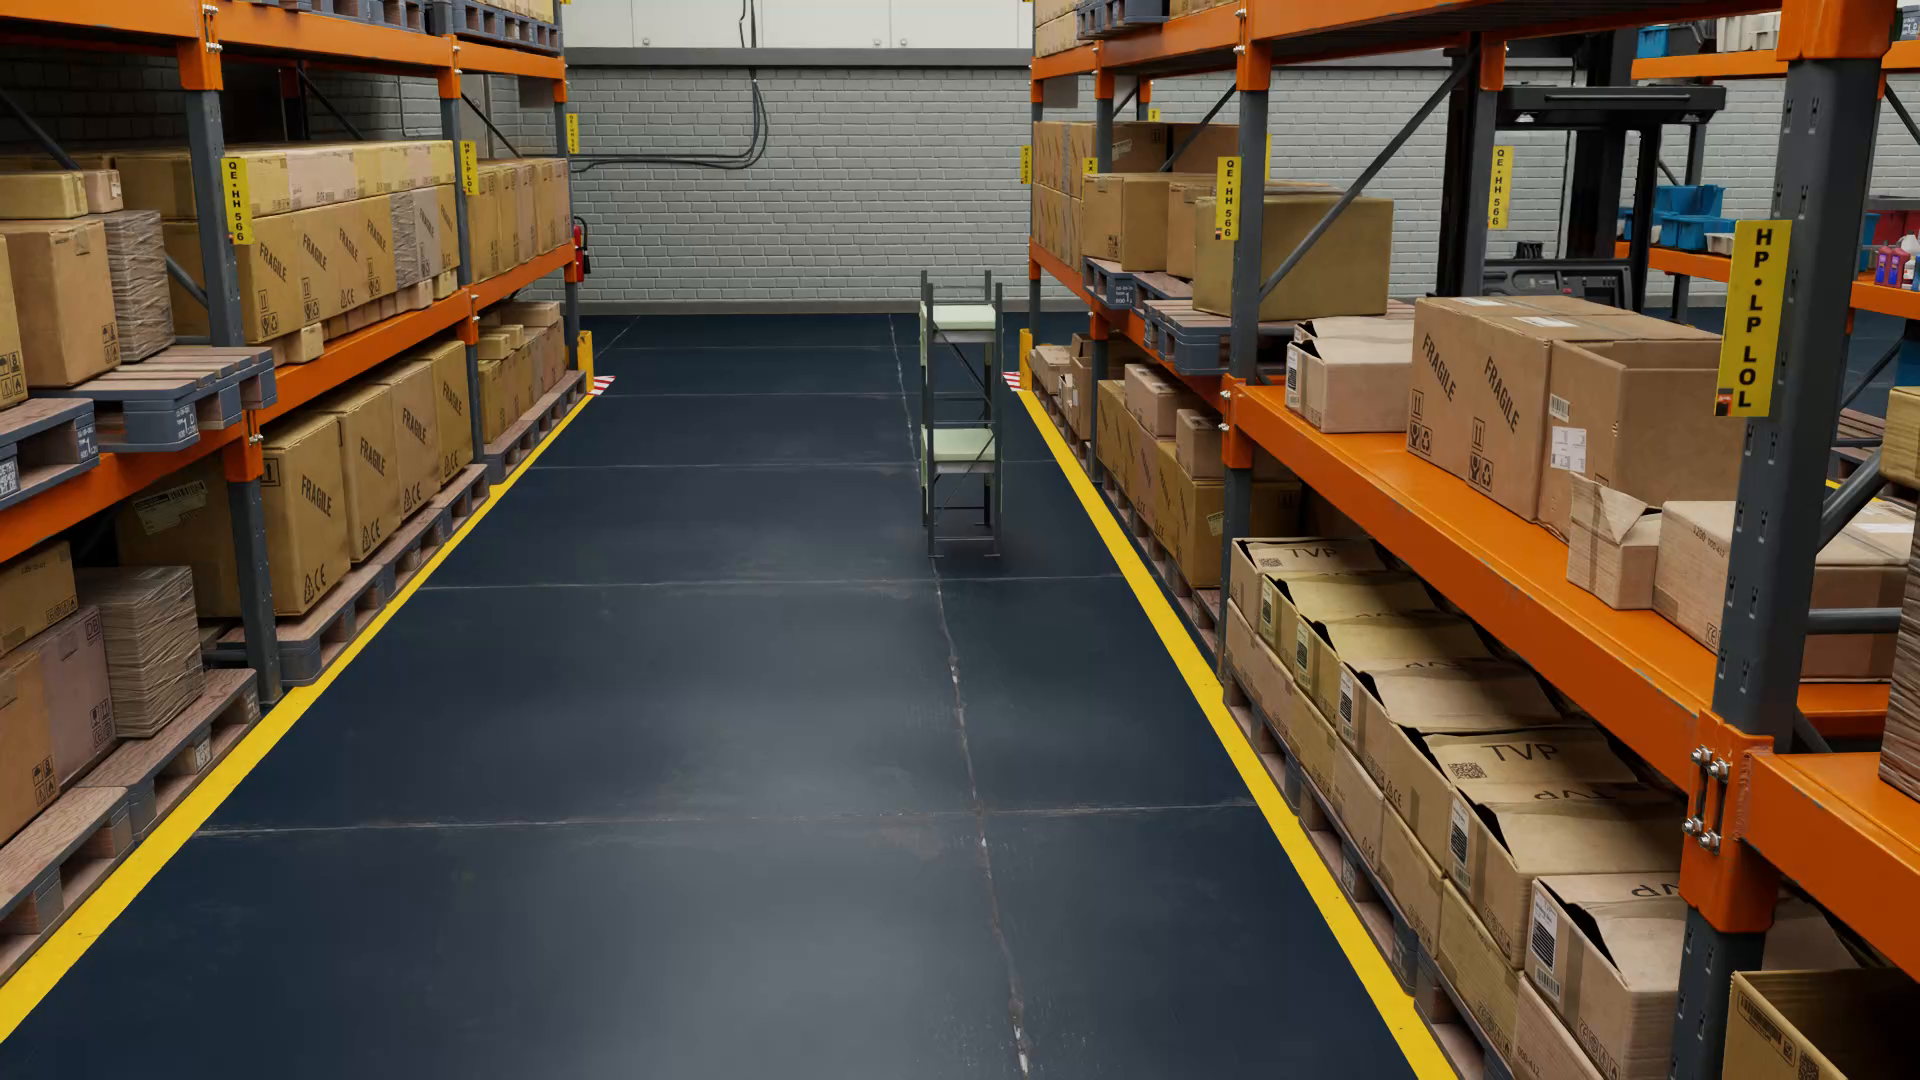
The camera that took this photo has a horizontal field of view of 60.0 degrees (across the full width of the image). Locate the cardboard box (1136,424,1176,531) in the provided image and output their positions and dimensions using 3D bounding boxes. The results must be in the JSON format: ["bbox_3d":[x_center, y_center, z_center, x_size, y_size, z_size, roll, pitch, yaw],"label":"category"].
[{"bbox_3d":[1.251,-0.340,8.961,0.500,0.500,0.500,-1,14,-6],"label":"cardboard box"}]

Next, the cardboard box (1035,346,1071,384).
[{"bbox_3d":[0.900,-1.456,13.802,0.500,0.250,0.500,-1,14,-3],"label":"cardboard box"}]

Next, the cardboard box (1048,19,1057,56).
[{"bbox_3d":[0.947,-3.838,12.706,0.500,0.250,0.500,-1,14,-3],"label":"cardboard box"}]

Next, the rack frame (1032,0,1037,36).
[{"bbox_3d":[1.118,-5.744,13.792,1.000,3.000,0.127,-1,14,-3],"label":"rack frame"}]

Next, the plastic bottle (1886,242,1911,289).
[{"bbox_3d":[5.915,-1.732,10.473,0.061,0.283,0.133,-1,14,-3],"label":"plastic bottle"}]

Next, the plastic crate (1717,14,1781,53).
[{"bbox_3d":[5.892,-3.754,12.314,0.437,0.282,0.530,-1,14,-3],"label":"plastic crate"}]

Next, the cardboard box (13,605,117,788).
[{"bbox_3d":[-3.318,0.534,5.565,0.700,0.500,0.500,-1,14,-4],"label":"cardboard box"}]

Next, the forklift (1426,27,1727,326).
[{"bbox_3d":[3.093,-1.266,8.564,1.130,2.935,3.031,-1,14,-3],"label":"forklift"}]

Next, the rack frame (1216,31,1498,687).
[{"bbox_3d":[1.614,-0.849,6.807,1.000,3.000,0.127,-1,14,-3],"label":"rack frame"}]

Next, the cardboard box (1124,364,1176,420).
[{"bbox_3d":[1.215,-0.837,9.388,0.500,0.250,0.500,-1,14,-3],"label":"cardboard box"}]

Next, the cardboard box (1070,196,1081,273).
[{"bbox_3d":[1.046,-2.141,11.627,0.500,0.500,0.500,0,14,-2],"label":"cardboard box"}]

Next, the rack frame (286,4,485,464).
[{"bbox_3d":[-3.578,-1.767,10.373,1.000,3.000,0.127,-1,14,-3],"label":"rack frame"}]

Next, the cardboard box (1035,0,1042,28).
[{"bbox_3d":[0.890,-4.329,13.610,0.500,0.250,0.500,-1,14,-3],"label":"cardboard box"}]

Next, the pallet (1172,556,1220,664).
[{"bbox_3d":[1.605,0.315,7.878,1.003,0.211,1.213,-1,14,-3],"label":"pallet"}]

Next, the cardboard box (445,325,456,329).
[{"bbox_3d":[-3.777,-1.481,12.136,0.380,0.149,0.250,-1,14,-3],"label":"cardboard box"}]

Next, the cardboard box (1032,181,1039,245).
[{"bbox_3d":[0.883,-2.773,14.083,0.500,0.500,0.500,-1,14,-2],"label":"cardboard box"}]

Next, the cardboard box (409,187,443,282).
[{"bbox_3d":[-3.256,-1.731,9.397,0.500,0.500,0.500,-1,14,-3],"label":"cardboard box"}]

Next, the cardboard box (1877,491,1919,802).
[{"bbox_3d":[1.896,0.207,2.500,0.700,0.500,0.500,-1,14,-5],"label":"cardboard box"}]

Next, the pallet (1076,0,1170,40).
[{"bbox_3d":[1.336,-3.042,9.688,1.213,0.211,1.003,-1,14,-3],"label":"pallet"}]

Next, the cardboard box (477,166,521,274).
[{"bbox_3d":[-3.635,-2.229,11.566,0.980,0.700,0.700,-1,14,-5],"label":"cardboard box"}]

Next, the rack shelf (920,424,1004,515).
[{"bbox_3d":[0.000,-0.409,9.414,0.431,0.370,0.720,-1,14,-3],"label":"rack shelf"}]

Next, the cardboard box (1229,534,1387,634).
[{"bbox_3d":[1.353,0.142,6.504,0.500,0.311,0.500,0,14,-2],"label":"cardboard box"}]

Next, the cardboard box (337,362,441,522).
[{"bbox_3d":[-3.350,-0.548,9.109,0.750,0.750,0.750,0,14,-2],"label":"cardboard box"}]

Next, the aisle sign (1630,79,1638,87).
[{"bbox_3d":[5.761,-4.187,14.561,0.394,0.787,0.004,-1,14,-3],"label":"aisle sign"}]

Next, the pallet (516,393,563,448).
[{"bbox_3d":[-3.626,-0.911,12.642,1.003,0.211,1.213,-1,14,-3],"label":"pallet"}]

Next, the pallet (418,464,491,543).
[{"bbox_3d":[-3.455,-0.225,9.979,1.003,0.211,1.213,-1,14,-3],"label":"pallet"}]

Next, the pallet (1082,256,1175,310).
[{"bbox_3d":[1.307,-1.551,9.918,1.003,0.211,1.213,-1,14,-3],"label":"pallet"}]

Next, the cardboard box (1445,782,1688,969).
[{"bbox_3d":[1.512,0.777,4.038,0.500,0.311,0.500,0,14,-2],"label":"cardboard box"}]

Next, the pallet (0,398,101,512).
[{"bbox_3d":[-3.167,-0.187,4.619,1.003,0.211,1.213,-1,14,-3],"label":"pallet"}]

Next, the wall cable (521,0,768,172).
[{"bbox_3d":[-3.819,-5.575,19.367,3.097,2.526,0.112,-1,14,-3],"label":"wall cable"}]

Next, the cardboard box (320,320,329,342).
[{"bbox_3d":[-3.222,-1.001,7.859,0.380,0.149,0.250,-1,14,-2],"label":"cardboard box"}]

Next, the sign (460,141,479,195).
[{"bbox_3d":[-3.037,-2.300,10.280,0.100,0.325,0.005,-1,14,-3],"label":"sign"}]

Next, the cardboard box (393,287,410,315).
[{"bbox_3d":[-3.240,-1.321,9.104,0.380,0.149,0.250,-1,14,-3],"label":"cardboard box"}]

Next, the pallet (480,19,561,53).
[{"bbox_3d":[-3.769,-3.987,13.160,1.003,0.211,1.213,-1,14,-3],"label":"pallet"}]

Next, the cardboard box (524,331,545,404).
[{"bbox_3d":[-3.620,-1.332,12.858,0.700,0.500,0.500,-1,14,-5],"label":"cardboard box"}]

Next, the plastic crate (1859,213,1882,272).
[{"bbox_3d":[5.941,-2.052,11.392,0.392,0.384,0.575,-1,14,-3],"label":"plastic crate"}]

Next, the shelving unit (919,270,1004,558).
[{"bbox_3d":[0.000,-0.725,9.333,0.431,1.500,0.755,-1,14,-3],"label":"shelving unit"}]

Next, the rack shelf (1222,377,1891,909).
[{"bbox_3d":[1.738,-0.003,4.963,1.077,0.370,4.000,-1,14,-3],"label":"rack shelf"}]

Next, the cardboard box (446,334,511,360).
[{"bbox_3d":[-3.361,-1.349,11.622,0.380,0.149,0.250,0,14,-2],"label":"cardboard box"}]

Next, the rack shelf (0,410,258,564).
[{"bbox_3d":[-3.206,0.074,4.663,1.077,0.370,4.000,-1,14,-3],"label":"rack shelf"}]

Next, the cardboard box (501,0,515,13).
[{"bbox_3d":[-3.414,-3.829,11.625,0.500,0.250,0.500,-1,14,-5],"label":"cardboard box"}]

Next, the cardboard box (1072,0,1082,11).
[{"bbox_3d":[1.037,-3.707,11.193,0.500,0.250,0.500,-1,14,-3],"label":"cardboard box"}]

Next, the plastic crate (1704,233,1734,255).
[{"bbox_3d":[5.902,-2.249,12.658,0.293,0.136,0.466,-1,14,-3],"label":"plastic crate"}]

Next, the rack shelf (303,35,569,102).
[{"bbox_3d":[-3.702,-3.368,12.022,1.077,0.370,4.000,-1,14,-3],"label":"rack shelf"}]

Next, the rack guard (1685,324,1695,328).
[{"bbox_3d":[6.048,-1.710,15.167,1.175,0.500,0.348,-1,14,-3],"label":"rack guard"}]

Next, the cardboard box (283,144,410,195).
[{"bbox_3d":[-3.240,-1.966,8.803,0.500,0.250,0.500,-1,14,-2],"label":"cardboard box"}]

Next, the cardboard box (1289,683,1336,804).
[{"bbox_3d":[1.424,0.668,5.585,0.500,0.250,0.500,-1,14,-5],"label":"cardboard box"}]

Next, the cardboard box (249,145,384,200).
[{"bbox_3d":[-3.208,-1.839,8.311,0.500,0.250,0.500,-1,14,-5],"label":"cardboard box"}]

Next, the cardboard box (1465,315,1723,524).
[{"bbox_3d":[1.767,-0.350,4.665,0.500,0.500,0.500,-1,14,-3],"label":"cardboard box"}]

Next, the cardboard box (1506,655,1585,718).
[{"bbox_3d":[1.988,0.513,5.061,0.500,0.311,0.500,0,14,-2],"label":"cardboard box"}]

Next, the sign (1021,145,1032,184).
[{"bbox_3d":[0.577,-3.250,14.399,0.100,0.325,0.005,-1,14,-3],"label":"sign"}]

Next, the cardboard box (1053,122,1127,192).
[{"bbox_3d":[0.981,-2.876,12.478,0.500,0.500,0.500,-1,14,-4],"label":"cardboard box"}]

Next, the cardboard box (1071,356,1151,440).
[{"bbox_3d":[1.048,-0.984,11.464,0.500,0.500,0.500,-1,14,-3],"label":"cardboard box"}]

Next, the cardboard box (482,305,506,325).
[{"bbox_3d":[-3.858,-1.798,13.366,0.380,0.149,0.250,-1,14,-3],"label":"cardboard box"}]

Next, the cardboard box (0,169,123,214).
[{"bbox_3d":[-3.279,-1.262,6.026,0.380,0.149,0.250,-3,15,-11],"label":"cardboard box"}]

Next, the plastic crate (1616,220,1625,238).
[{"bbox_3d":[5.686,-2.668,14.285,0.250,0.136,0.298,-1,14,-3],"label":"plastic crate"}]

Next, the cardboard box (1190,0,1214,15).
[{"bbox_3d":[1.522,-2.585,7.333,0.910,0.500,0.500,-1,14,-3],"label":"cardboard box"}]

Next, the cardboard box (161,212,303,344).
[{"bbox_3d":[-3.105,-1.099,6.939,0.500,0.500,0.500,0,14,-2],"label":"cardboard box"}]

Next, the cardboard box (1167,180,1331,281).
[{"bbox_3d":[1.537,-1.657,8.905,0.700,0.500,0.500,-5,15,-18],"label":"cardboard box"}]
